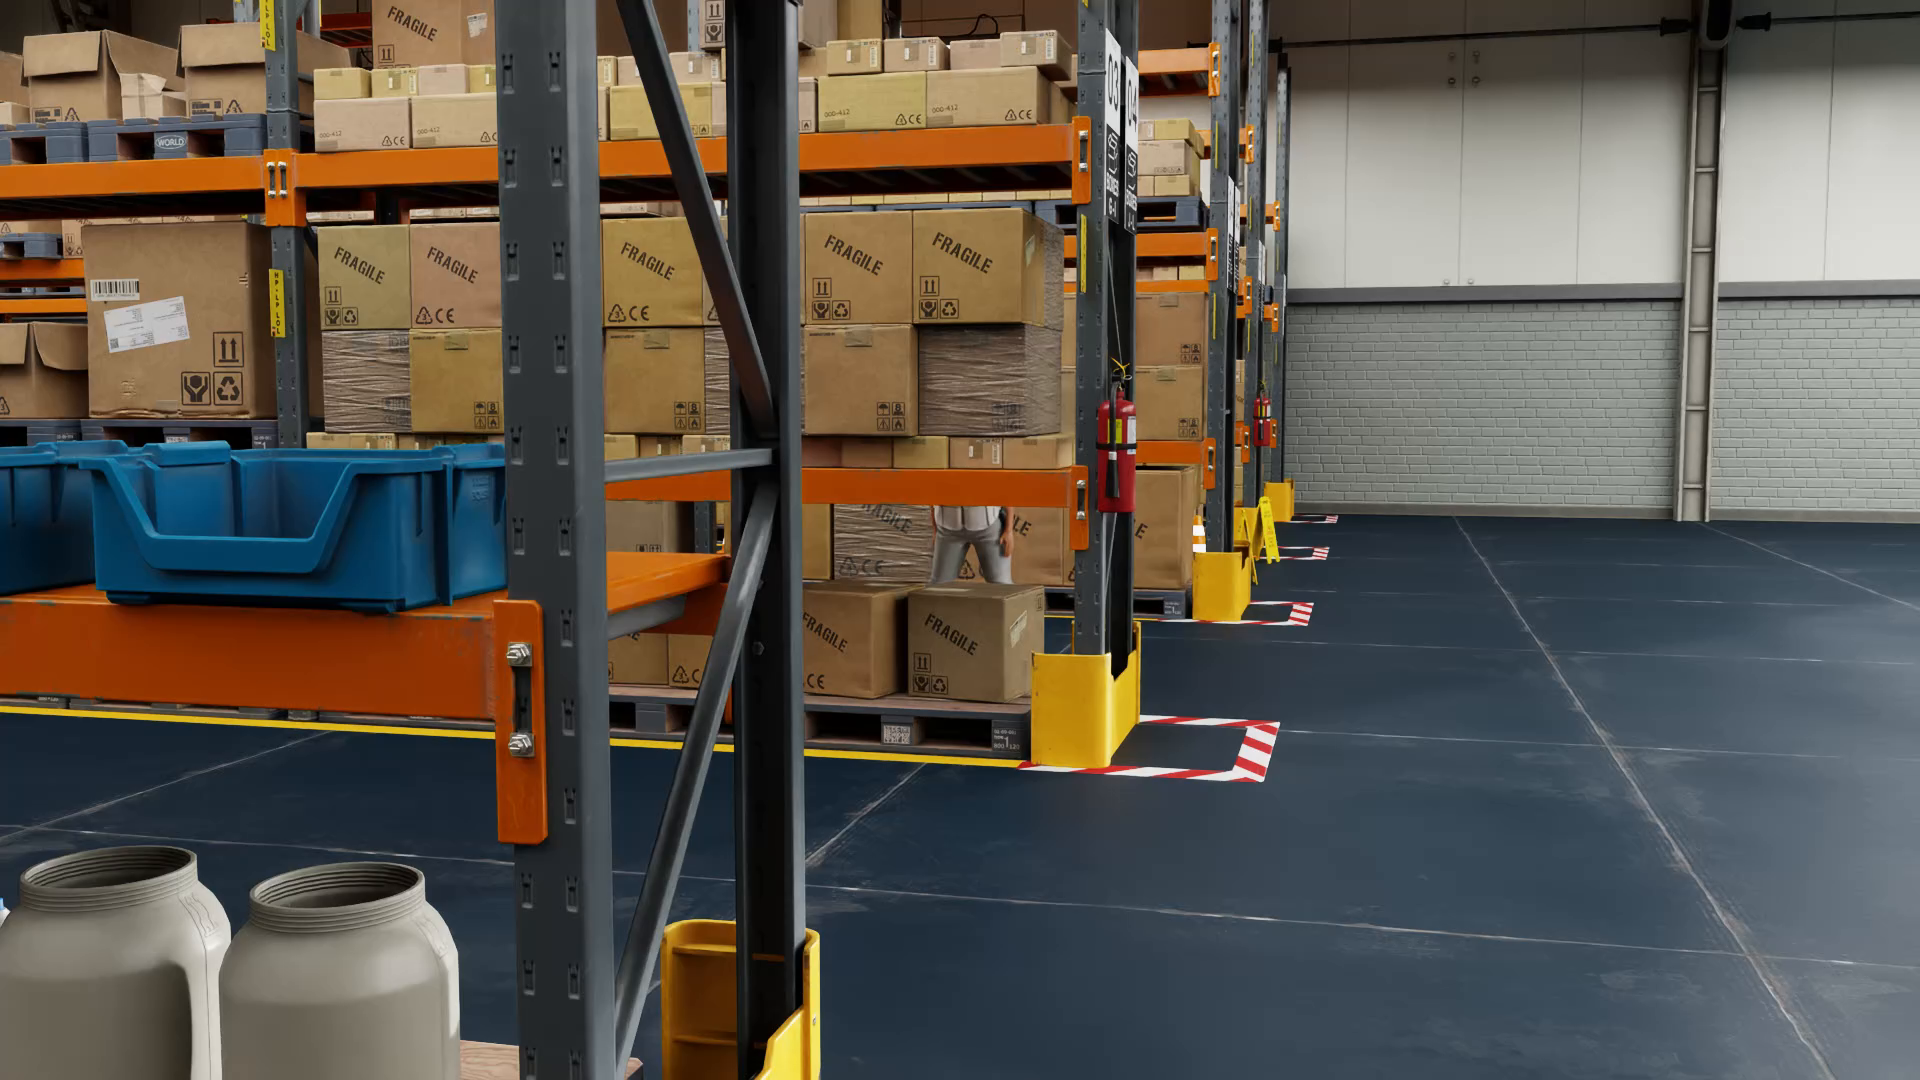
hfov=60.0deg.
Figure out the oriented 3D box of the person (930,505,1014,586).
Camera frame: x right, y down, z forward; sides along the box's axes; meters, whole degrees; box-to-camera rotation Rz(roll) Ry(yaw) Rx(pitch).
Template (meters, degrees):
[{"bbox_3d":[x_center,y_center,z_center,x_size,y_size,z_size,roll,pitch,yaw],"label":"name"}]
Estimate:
[{"bbox_3d":[0.068,-0.046,9.748,0.646,1.670,0.404,1,5,16],"label":"person"}]
